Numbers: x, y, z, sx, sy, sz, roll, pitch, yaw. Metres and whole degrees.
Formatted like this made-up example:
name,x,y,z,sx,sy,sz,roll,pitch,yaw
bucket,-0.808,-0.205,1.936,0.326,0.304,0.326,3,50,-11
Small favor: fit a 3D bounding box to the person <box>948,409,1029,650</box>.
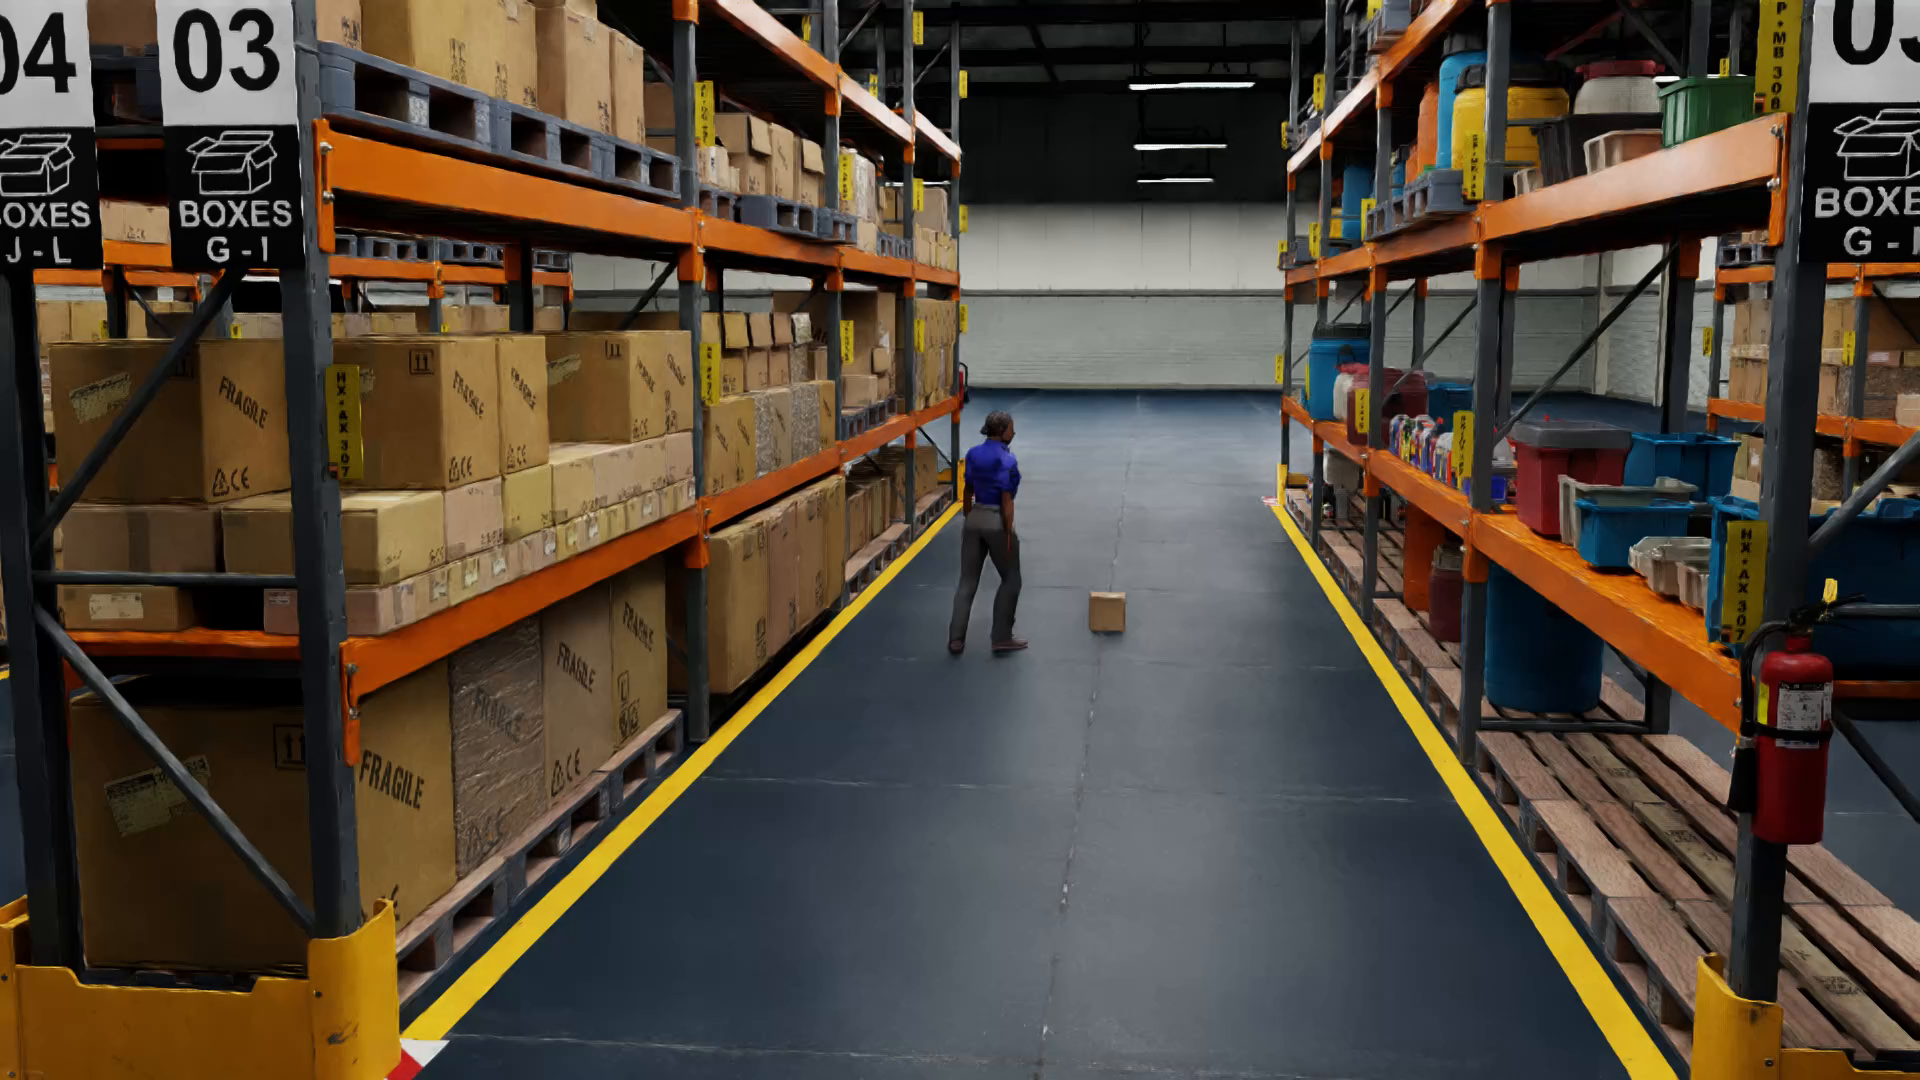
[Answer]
name,x,y,z,sx,sy,sz,roll,pitch,yaw
person,0.184,-0.064,11.296,0.486,1.651,0.568,6,10,39
